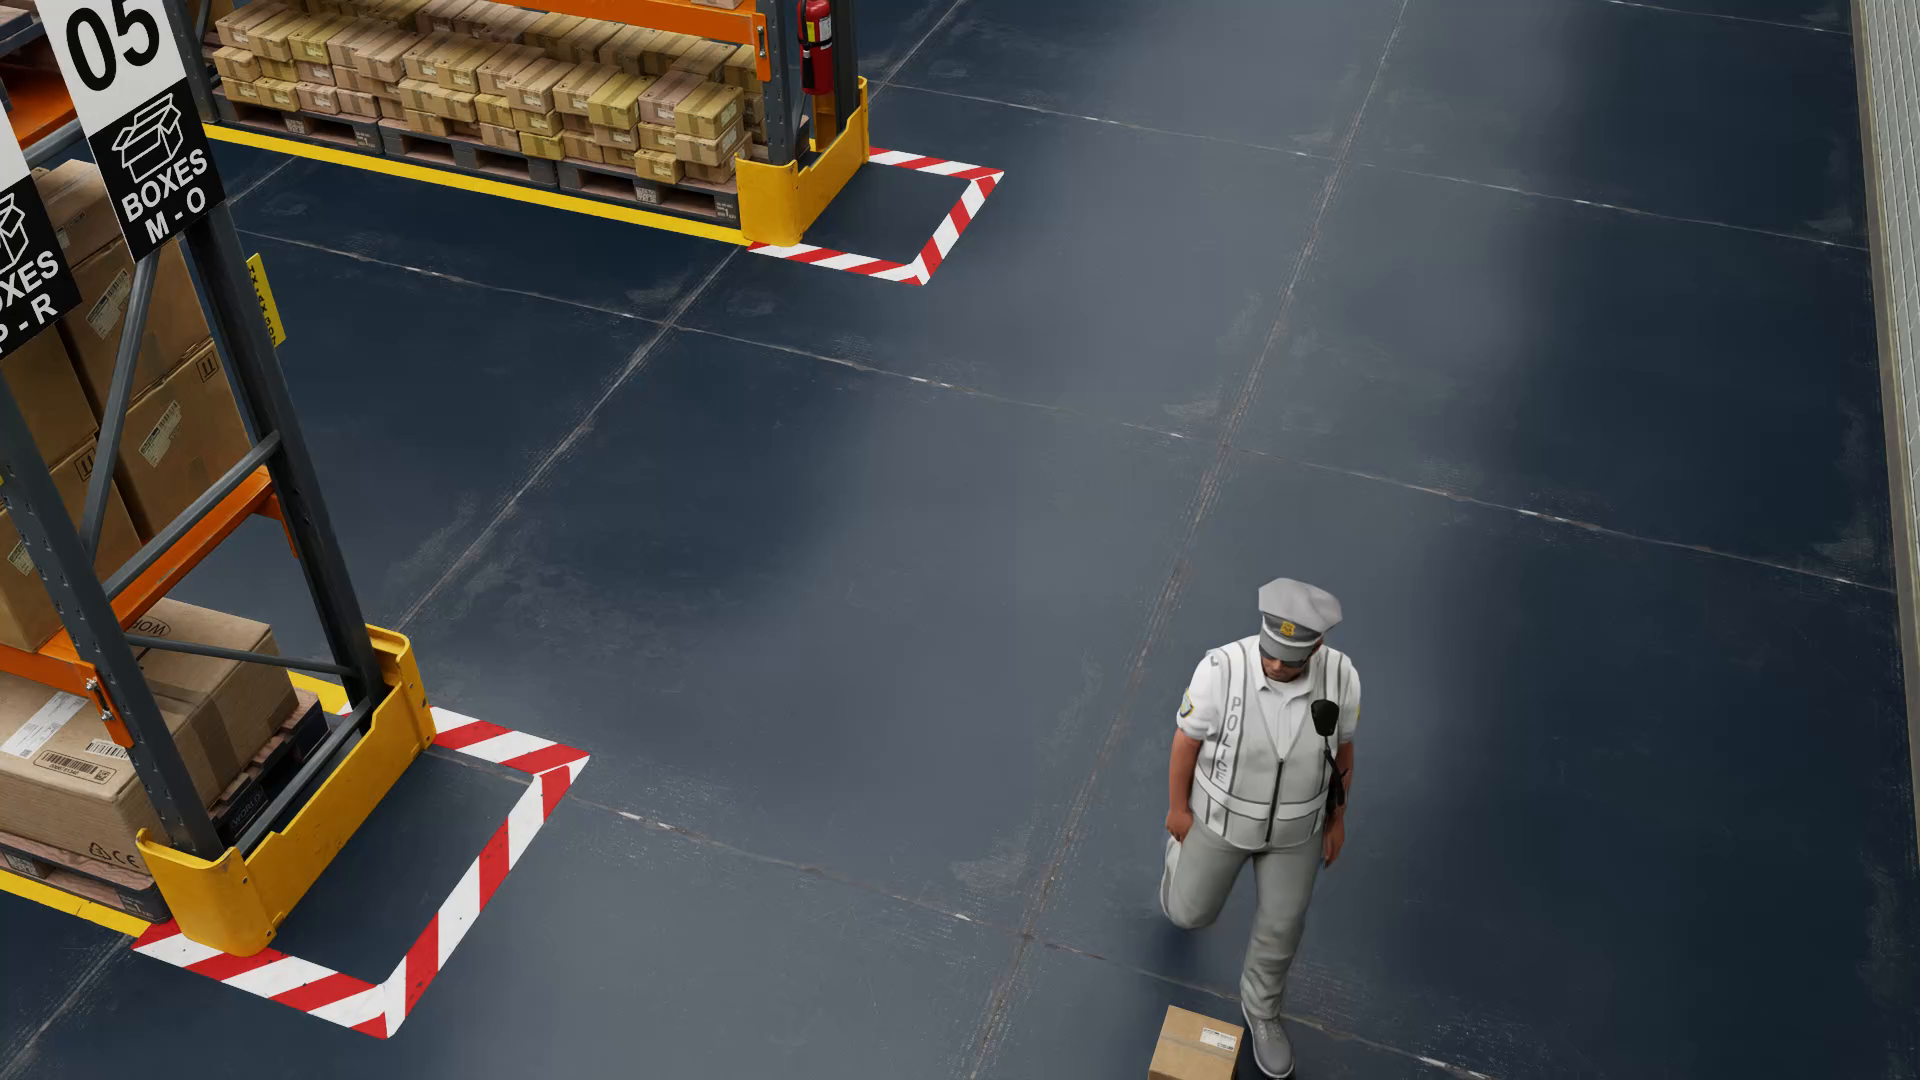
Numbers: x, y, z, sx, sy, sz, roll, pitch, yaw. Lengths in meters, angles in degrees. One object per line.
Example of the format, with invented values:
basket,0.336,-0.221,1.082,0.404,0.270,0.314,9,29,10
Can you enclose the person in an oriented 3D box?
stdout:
person,0.931,0.866,5.172,0.567,1.723,0.807,0,41,0
